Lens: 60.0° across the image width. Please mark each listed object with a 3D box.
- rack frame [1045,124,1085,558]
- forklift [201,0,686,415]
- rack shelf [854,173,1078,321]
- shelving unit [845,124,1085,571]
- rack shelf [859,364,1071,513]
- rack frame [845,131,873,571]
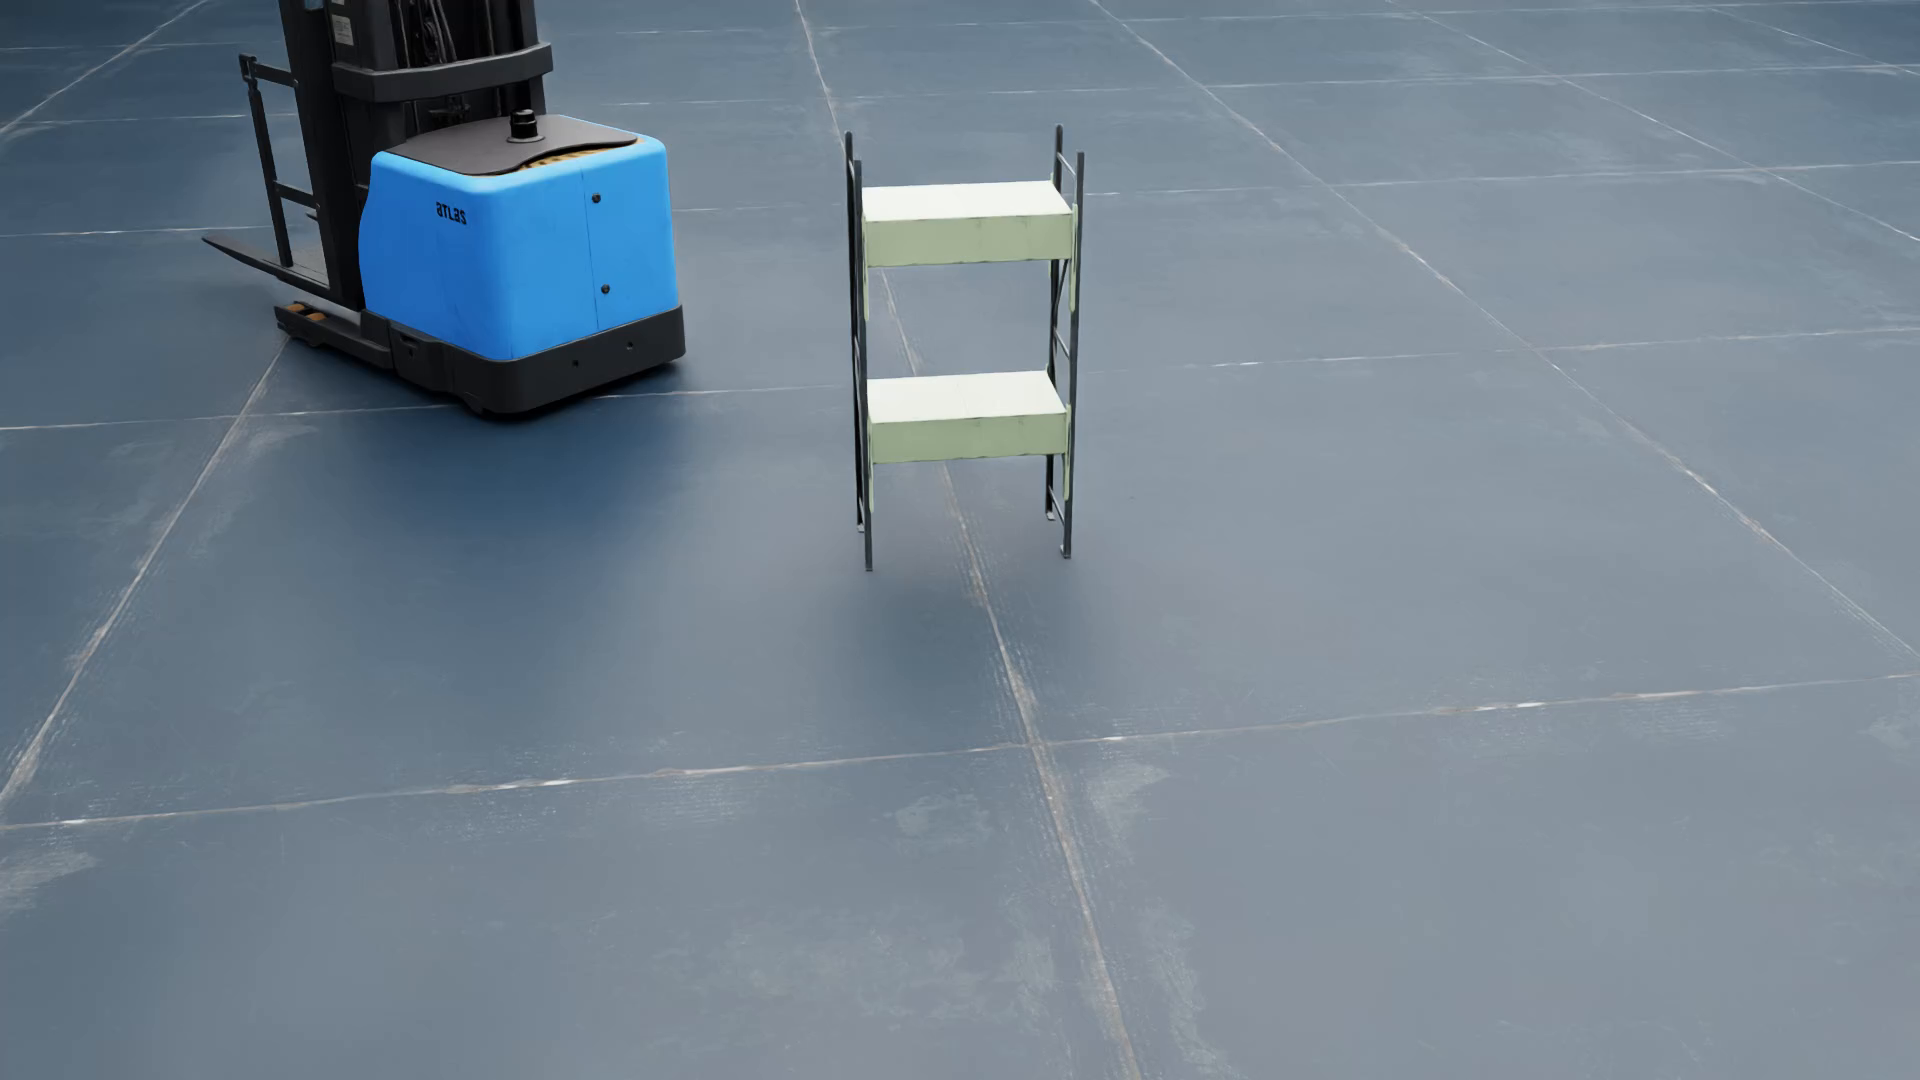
[{"bbox_3d":[0.369,-0.691,5.954,0.023,1.500,0.400,-4,27,-7],"label":"rack frame"},{"bbox_3d":[-2.727,-2.398,7.713,3.031,2.935,1.130,22,34,36],"label":"forklift"},{"bbox_3d":[0.007,-1.015,5.730,0.720,0.370,0.431,-4,27,-7],"label":"rack shelf"},{"bbox_3d":[0.007,-0.668,5.908,0.755,1.500,0.431,-4,27,-7],"label":"shelving unit"},{"bbox_3d":[0.007,-0.378,6.057,0.720,0.370,0.431,-4,27,-7],"label":"rack shelf"},{"bbox_3d":[-0.356,-0.644,5.863,0.023,1.500,0.400,-4,27,-7],"label":"rack frame"}]
